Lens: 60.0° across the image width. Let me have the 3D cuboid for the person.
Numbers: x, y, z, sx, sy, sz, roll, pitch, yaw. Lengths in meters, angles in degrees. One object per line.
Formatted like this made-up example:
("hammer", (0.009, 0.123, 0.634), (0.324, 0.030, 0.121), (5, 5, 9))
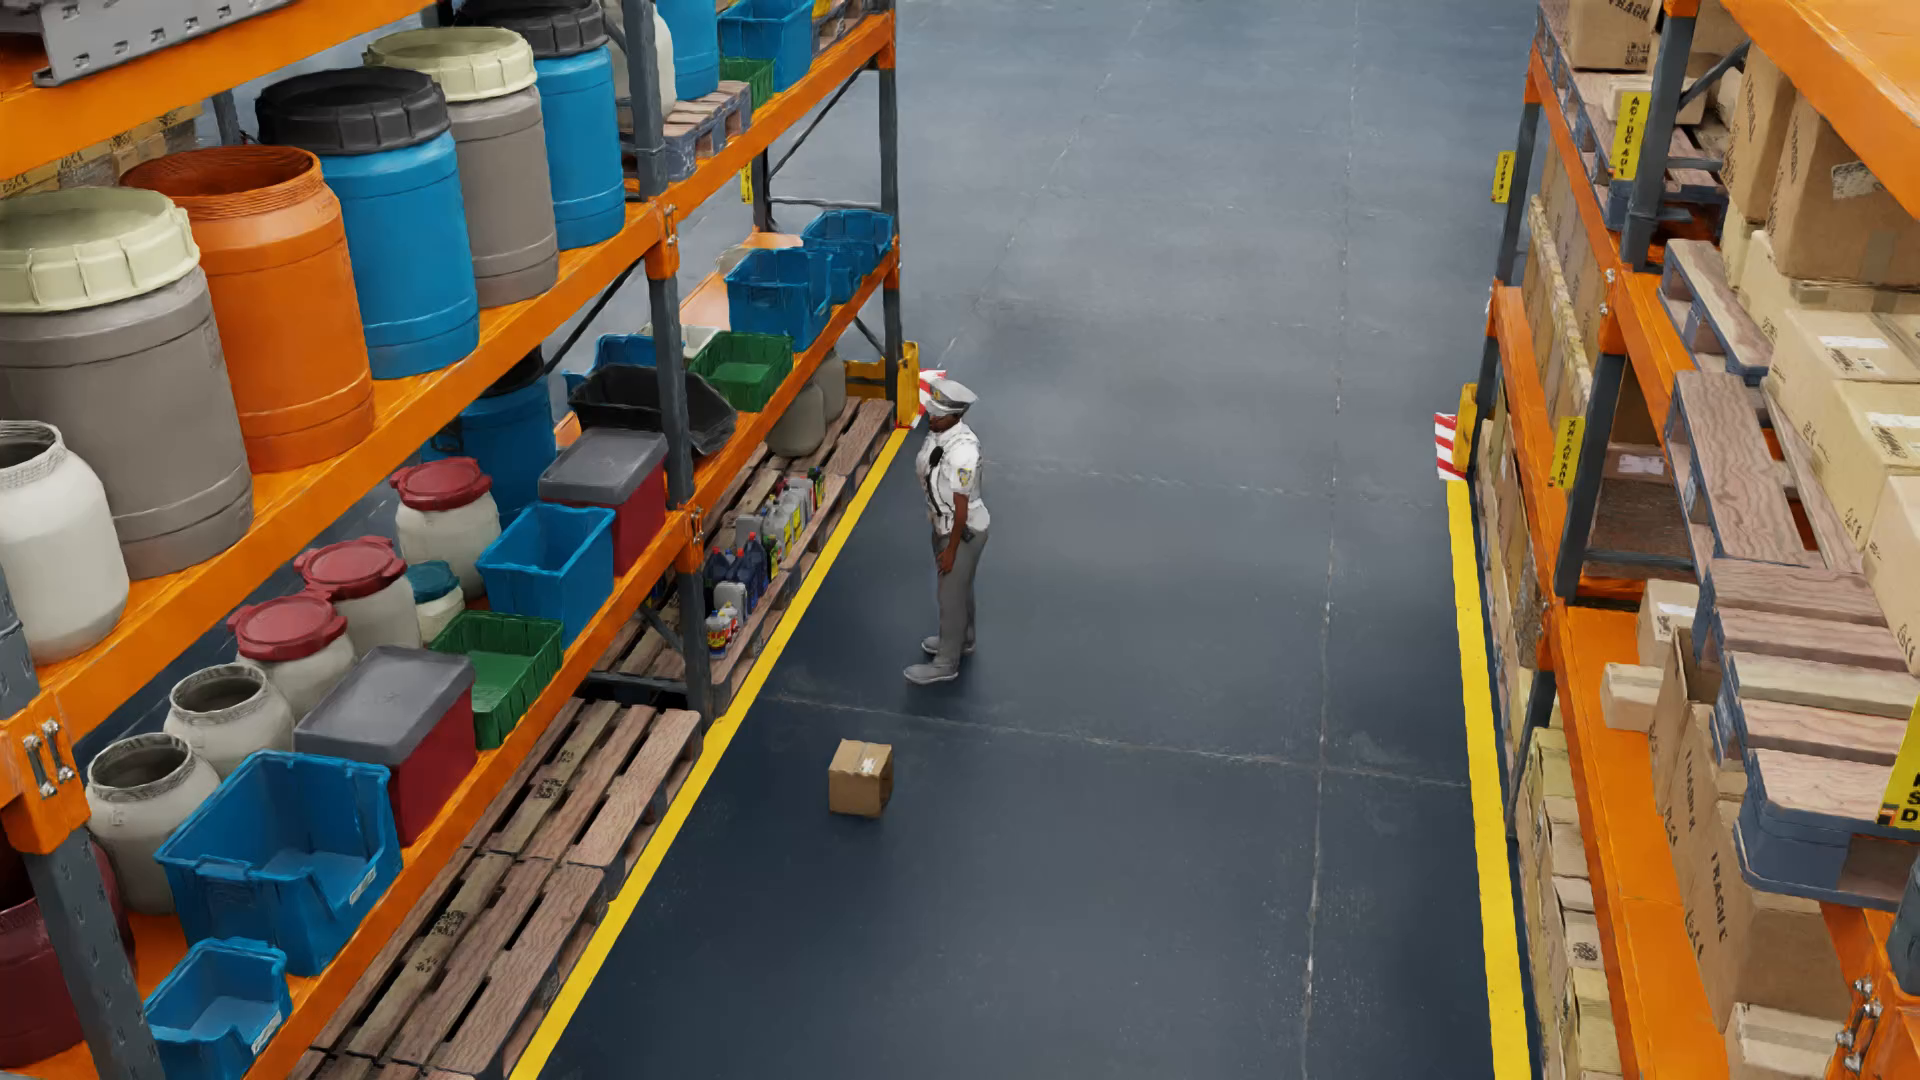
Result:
("person", (-0.109, -0.051, 8.661), (0.488, 1.675, 0.520), (-9, 30, -16))
